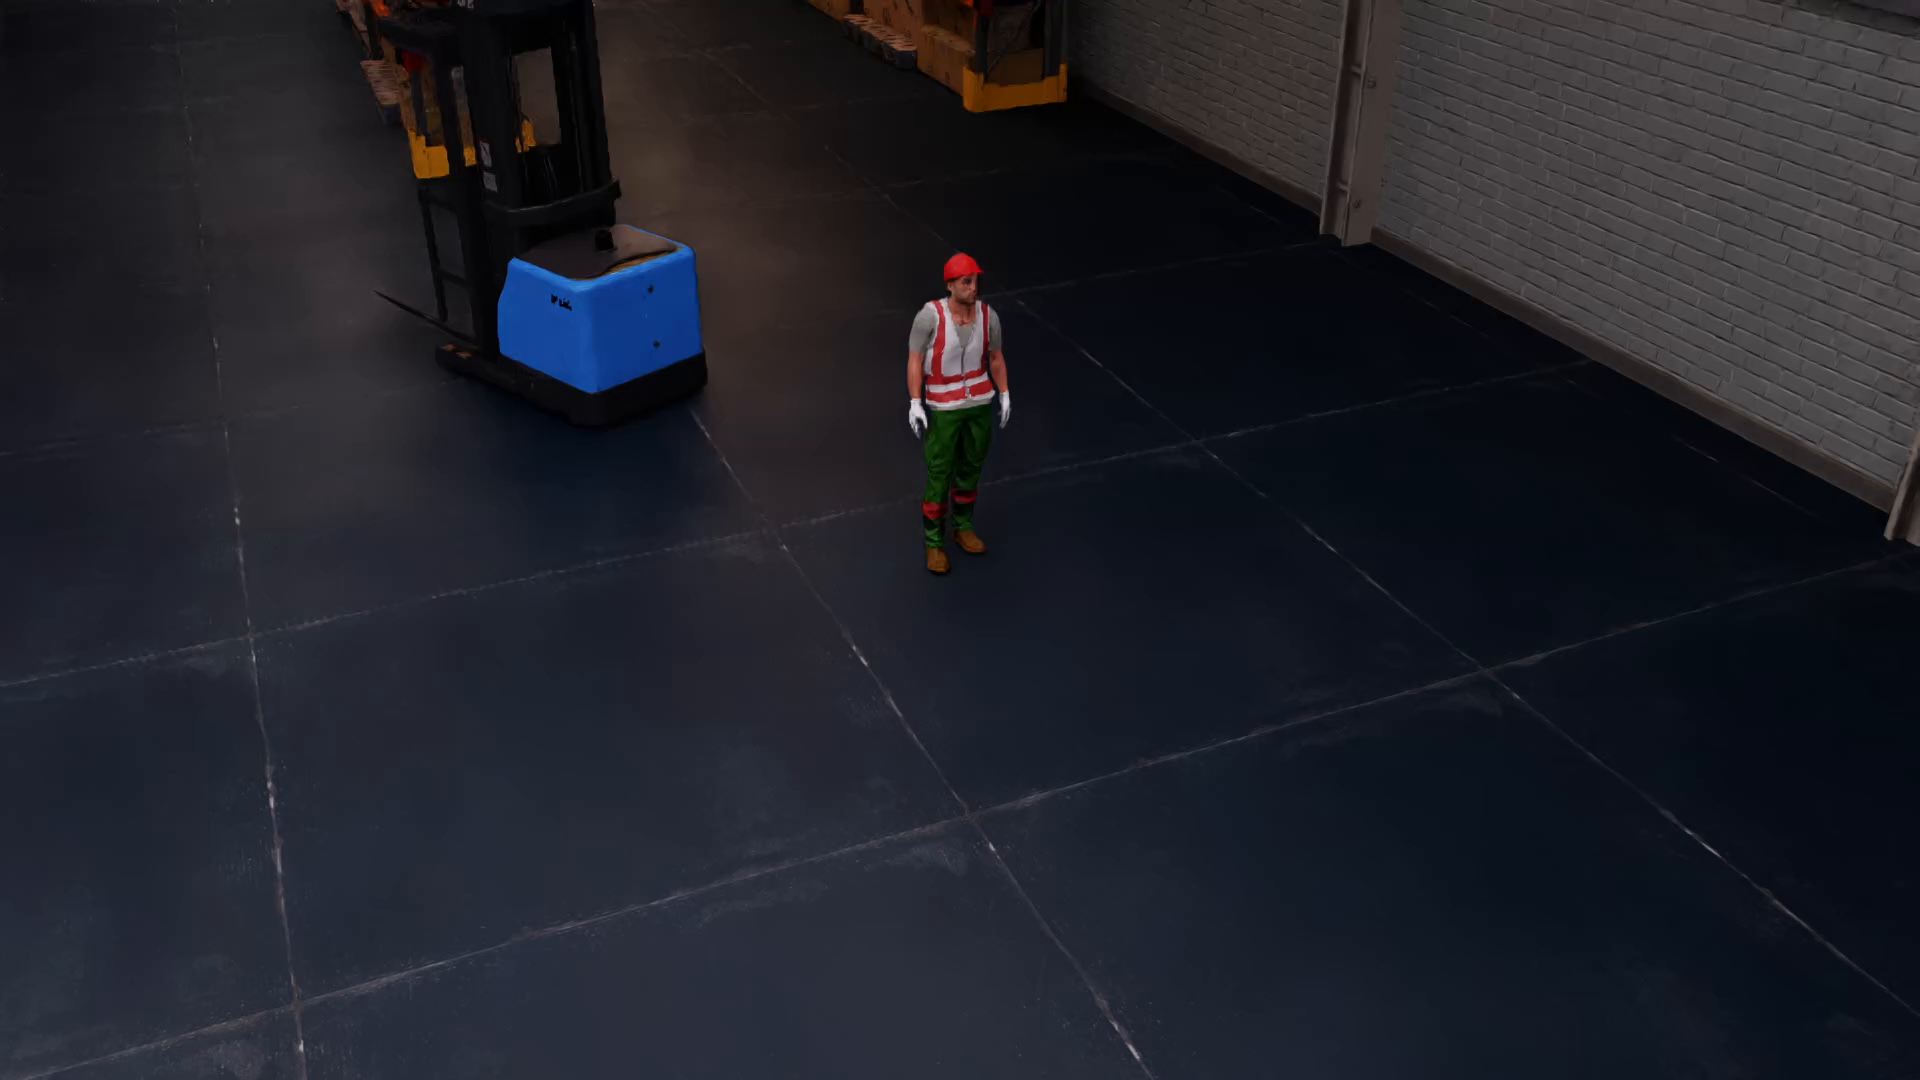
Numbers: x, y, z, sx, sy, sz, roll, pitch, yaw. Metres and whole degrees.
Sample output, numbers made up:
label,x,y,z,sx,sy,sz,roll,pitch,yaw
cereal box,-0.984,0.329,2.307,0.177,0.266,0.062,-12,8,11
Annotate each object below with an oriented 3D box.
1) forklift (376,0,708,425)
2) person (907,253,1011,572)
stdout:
label,x,y,z,sx,sy,sz,roll,pitch,yaw
forklift,-3.242,-2.662,11.775,3.031,2.935,1.130,24,38,36
person,0.022,-0.744,9.557,0.637,1.787,0.563,-12,32,-20
